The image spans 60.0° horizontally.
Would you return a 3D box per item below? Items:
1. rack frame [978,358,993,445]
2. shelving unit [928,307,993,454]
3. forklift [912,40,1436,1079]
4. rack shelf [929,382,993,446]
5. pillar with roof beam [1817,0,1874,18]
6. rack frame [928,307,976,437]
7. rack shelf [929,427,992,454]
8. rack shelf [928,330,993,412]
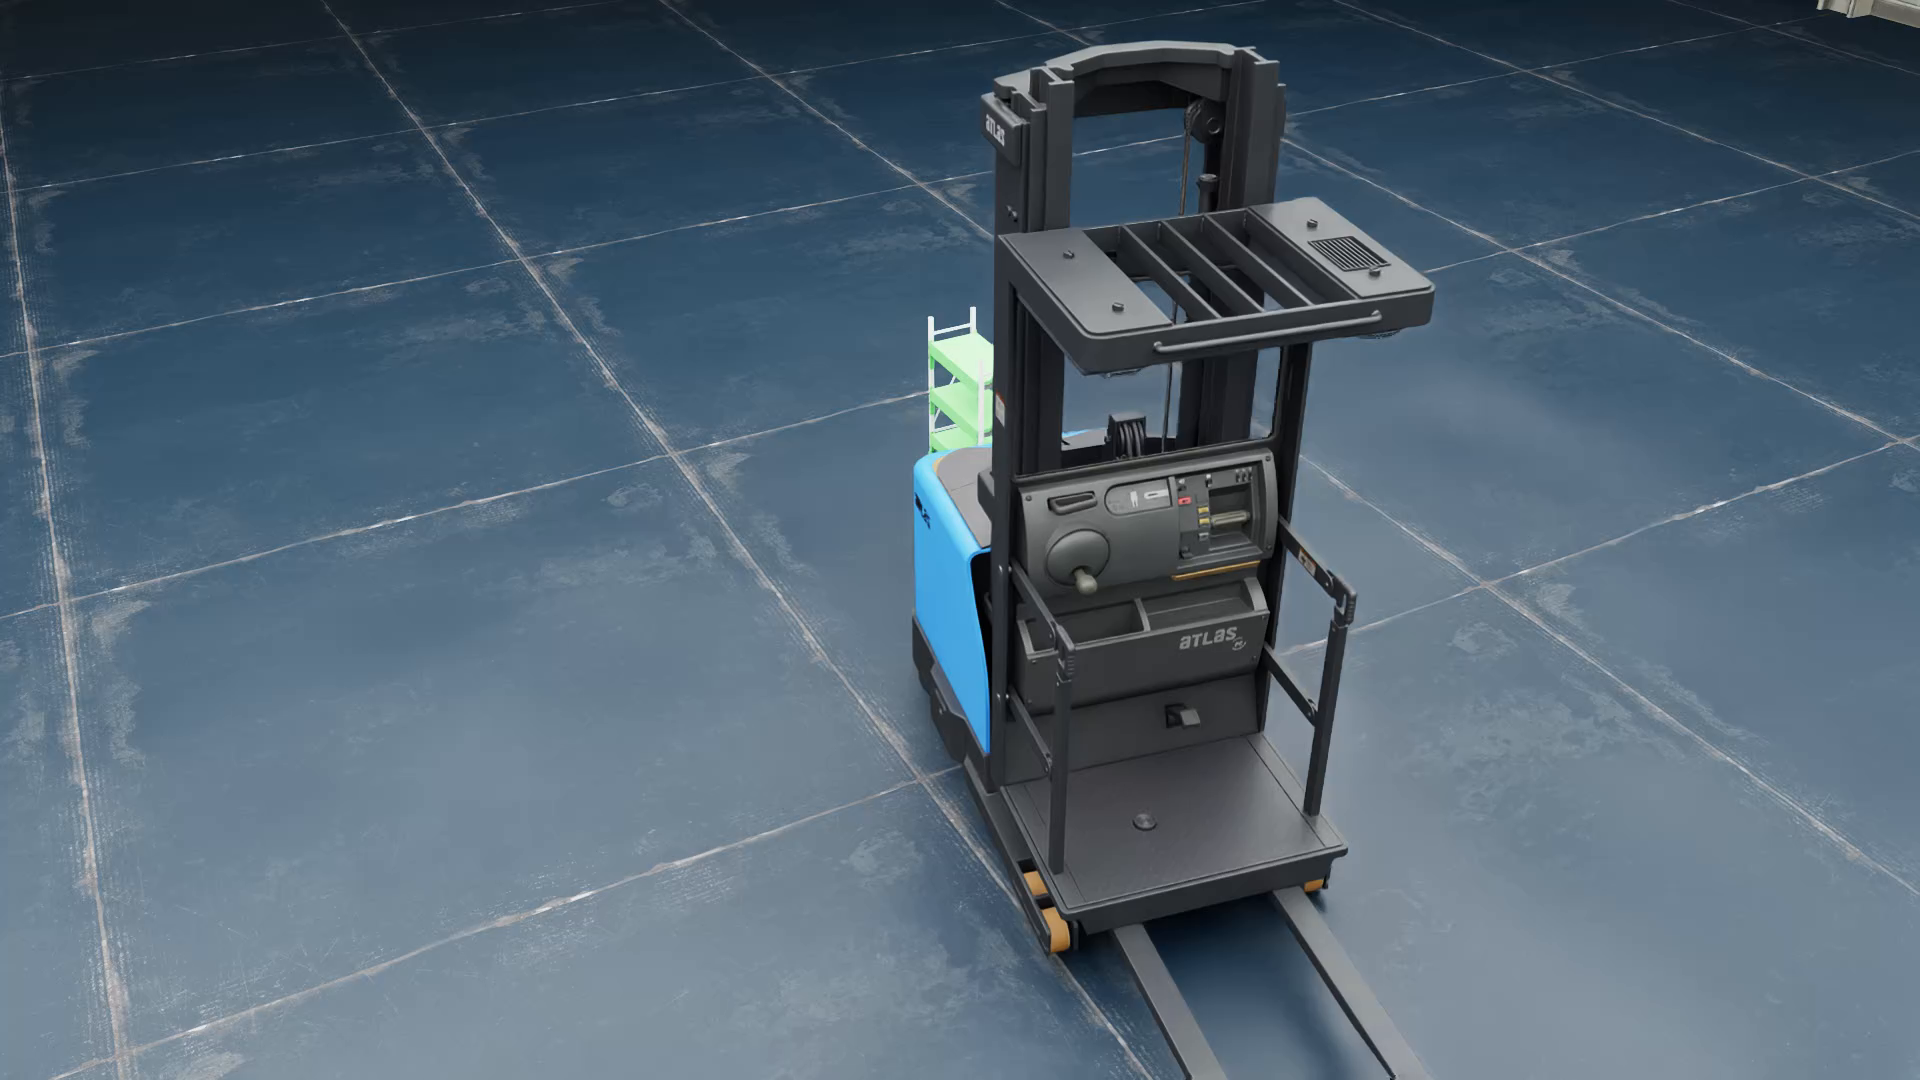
[{"bbox_3d":[0.191,-0.310,7.621,0.240,1.200,0.015,-16,36,-23],"label":"rack frame"},{"bbox_3d":[0.077,-0.426,7.803,0.258,1.200,0.503,-16,36,-23],"label":"shelving unit"},{"bbox_3d":[0.724,-0.001,5.535,1.130,2.935,3.031,-10,34,-15],"label":"forklift"},{"bbox_3d":[0.077,-0.574,7.708,0.258,0.148,0.480,-16,36,-23],"label":"rack shelf"},{"bbox_3d":[4.899,-7.915,12.263,9.100,9.000,0.400,-16,36,-23],"label":"pillar with roof beam"},{"bbox_3d":[-0.037,-0.543,7.985,0.240,1.200,0.015,-16,36,-23],"label":"rack frame"},{"bbox_3d":[0.077,-0.372,7.837,0.258,0.148,0.480,-16,36,-23],"label":"rack shelf"},{"bbox_3d":[0.077,-0.777,7.579,0.258,0.148,0.480,-16,36,-23],"label":"rack shelf"}]
